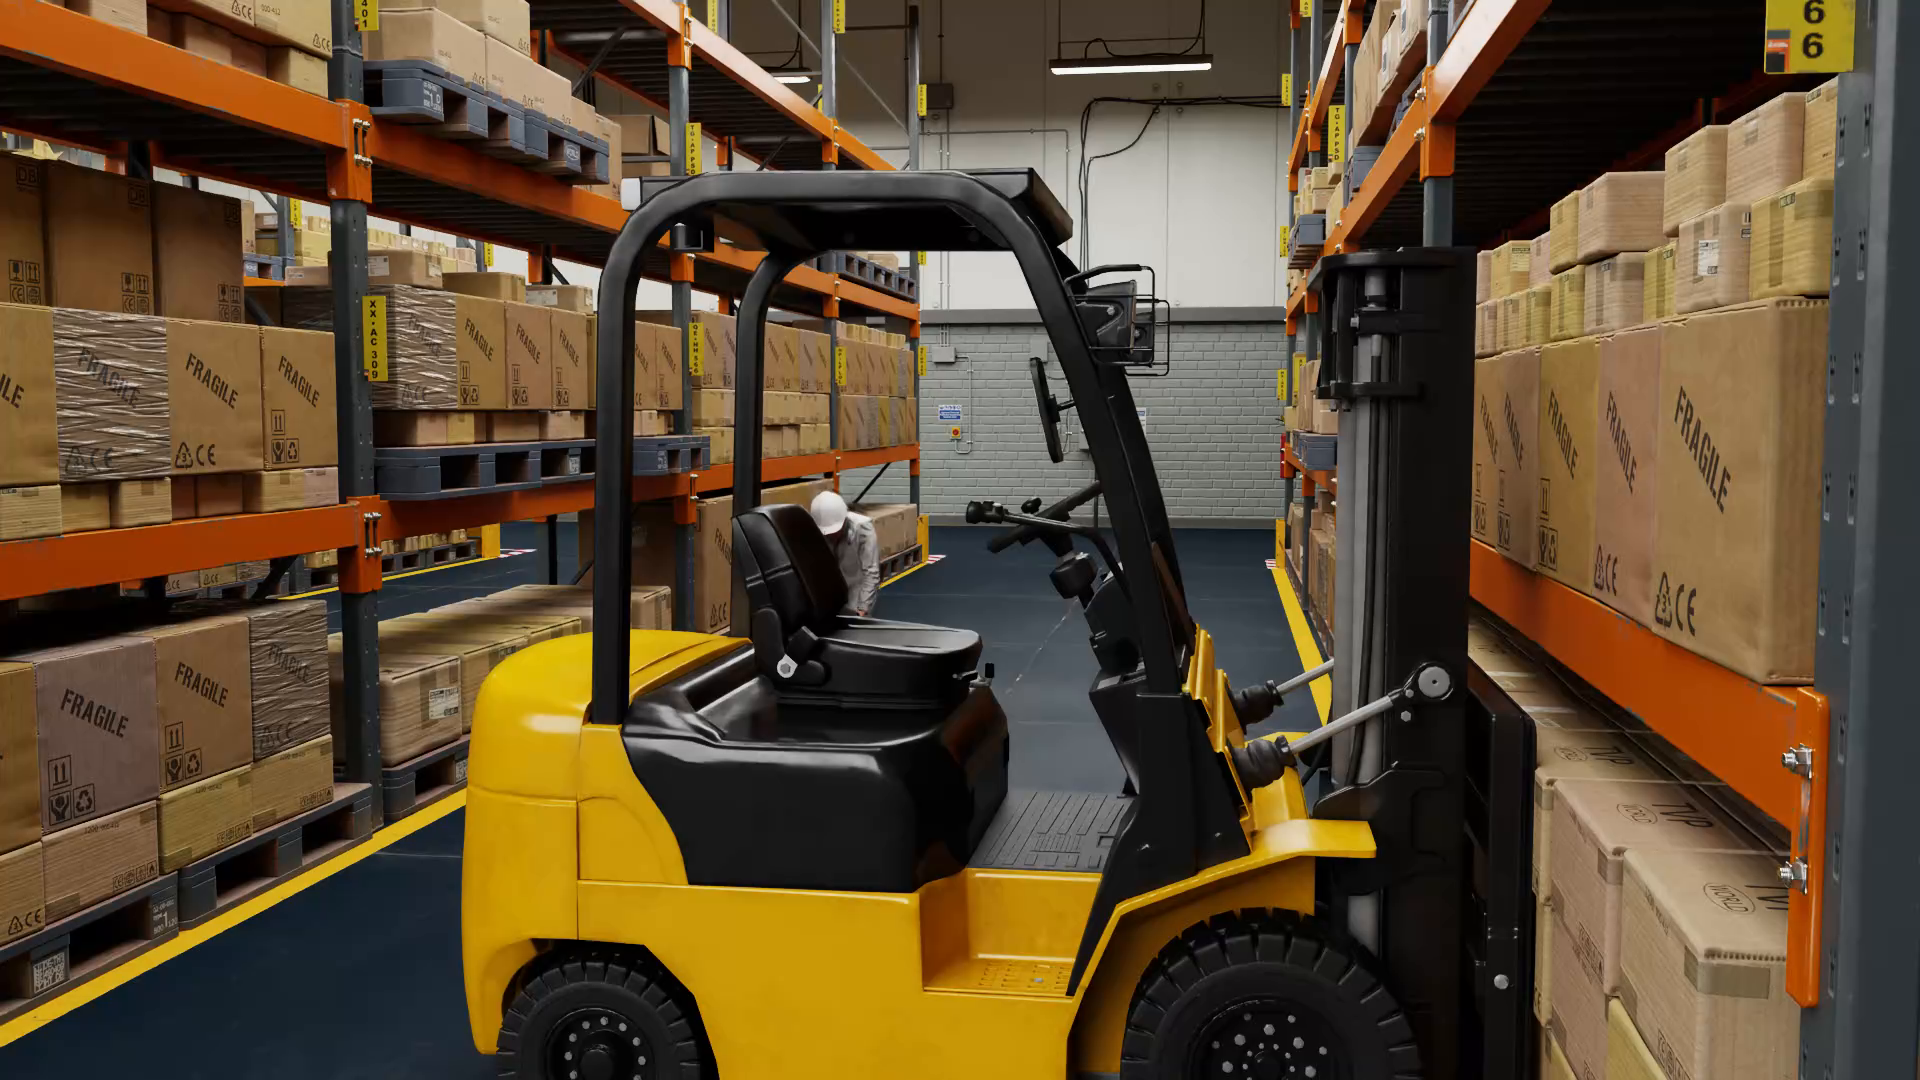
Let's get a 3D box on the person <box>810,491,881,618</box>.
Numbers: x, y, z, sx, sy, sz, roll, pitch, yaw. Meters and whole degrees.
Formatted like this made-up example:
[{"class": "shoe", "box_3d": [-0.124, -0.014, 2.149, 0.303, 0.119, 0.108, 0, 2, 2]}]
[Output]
[{"class": "person", "box_3d": [-0.725, 0.287, 10.017, 0.570, 1.196, 0.850, 1, 5, 11]}]
